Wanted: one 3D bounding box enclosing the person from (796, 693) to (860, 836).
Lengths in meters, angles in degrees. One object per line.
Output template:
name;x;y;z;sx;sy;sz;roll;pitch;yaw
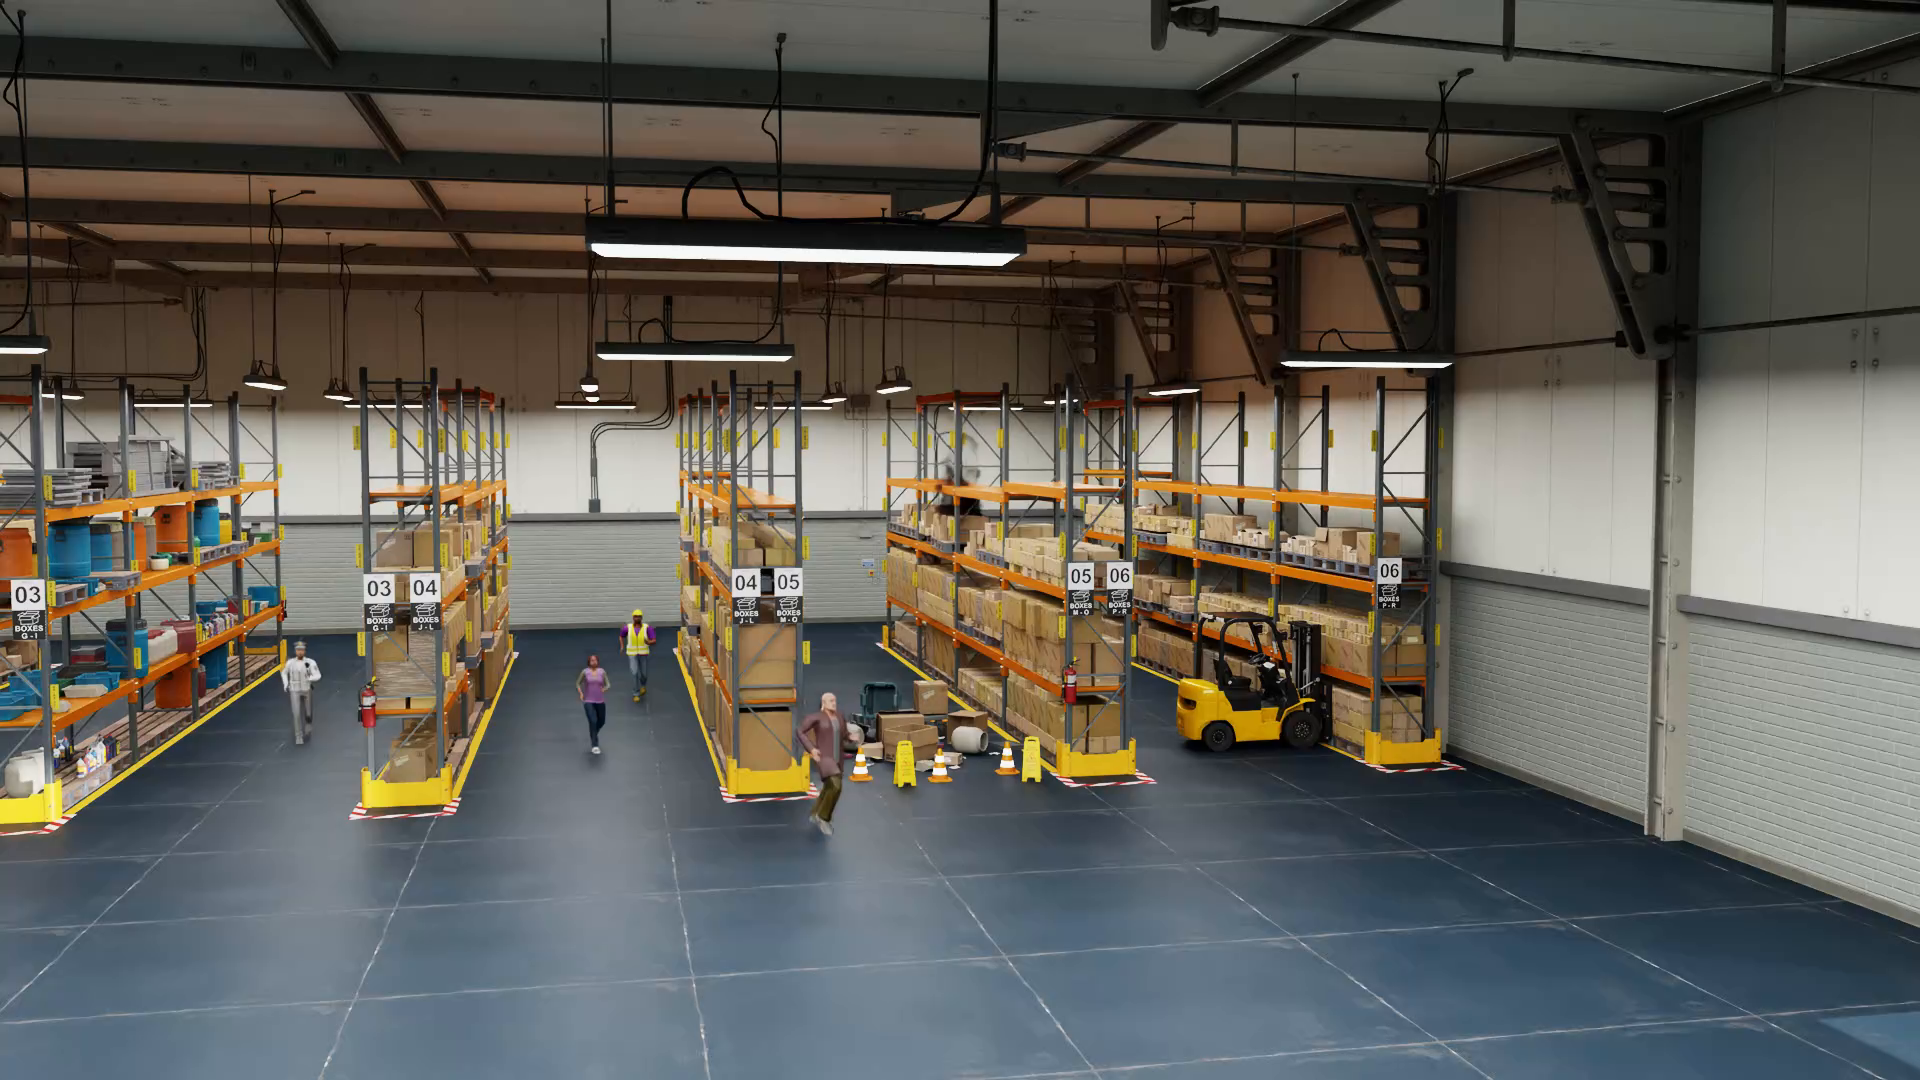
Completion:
person;-1.662;2.858;21.269;0.792;1.817;0.684;3;4;41

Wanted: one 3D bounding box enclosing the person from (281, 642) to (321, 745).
person;-10.944;2.512;27.615;0.624;1.669;0.855;-1;4;-19

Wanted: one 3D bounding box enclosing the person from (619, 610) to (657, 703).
person;-6.194;2.207;31.983;0.710;1.747;0.968;-1;3;-13

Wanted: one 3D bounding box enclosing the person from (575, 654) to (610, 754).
person;-5.913;2.618;26.819;0.548;1.566;0.792;-1;4;-22
